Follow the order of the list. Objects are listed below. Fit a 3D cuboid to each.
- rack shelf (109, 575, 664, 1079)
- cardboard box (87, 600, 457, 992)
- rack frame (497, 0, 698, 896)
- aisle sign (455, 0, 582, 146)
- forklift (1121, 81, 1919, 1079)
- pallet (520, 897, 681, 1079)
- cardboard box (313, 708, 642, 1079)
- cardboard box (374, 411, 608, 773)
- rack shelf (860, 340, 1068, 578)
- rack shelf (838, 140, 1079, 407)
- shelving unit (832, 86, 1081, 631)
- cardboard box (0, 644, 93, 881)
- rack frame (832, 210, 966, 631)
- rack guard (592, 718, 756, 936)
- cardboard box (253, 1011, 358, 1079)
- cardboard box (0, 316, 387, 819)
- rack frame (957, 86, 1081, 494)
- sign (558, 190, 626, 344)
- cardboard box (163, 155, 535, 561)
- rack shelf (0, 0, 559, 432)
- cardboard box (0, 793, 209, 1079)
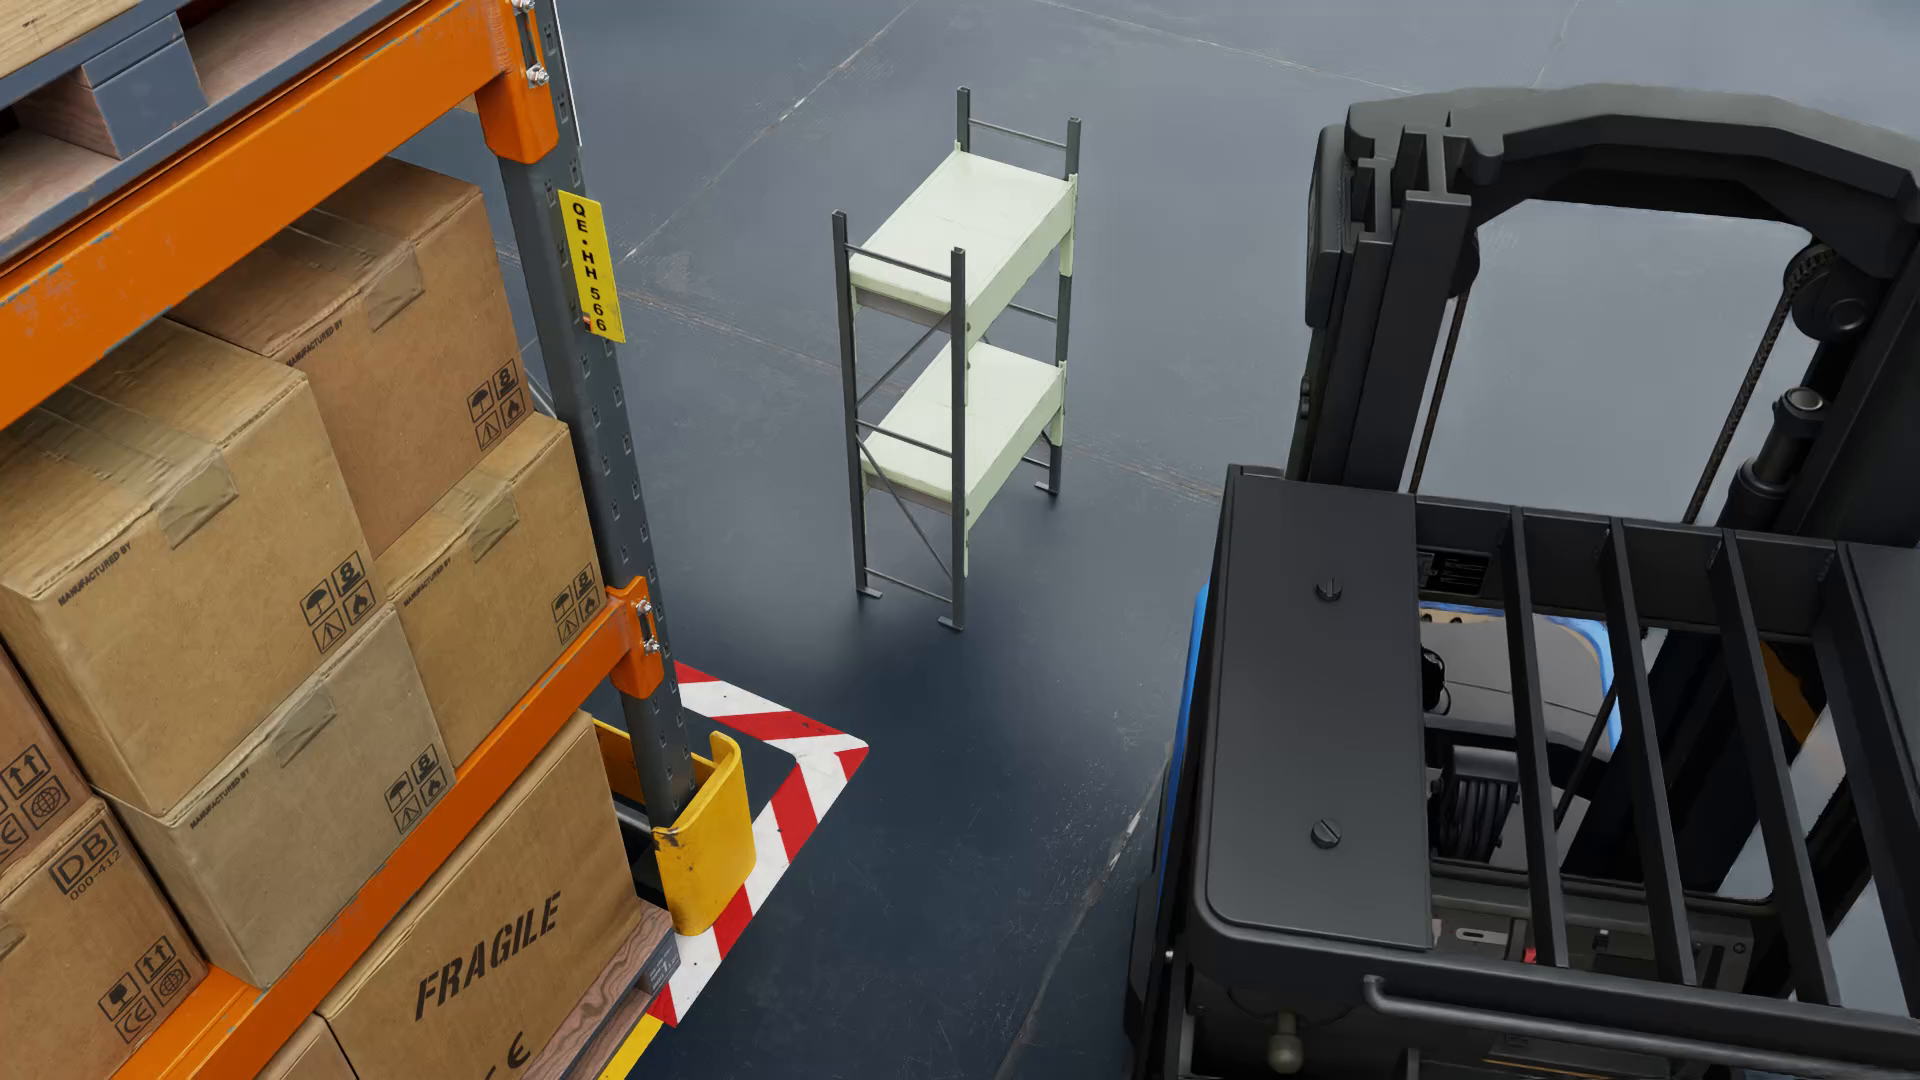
[{"bbox_3d":[-2.106,1.298,2.864,1.077,0.370,4.000,20,49,19],"label":"rack shelf"},{"bbox_3d":[-1.545,0.335,3.204,0.875,0.550,0.550,20,49,19],"label":"cardboard box"},{"bbox_3d":[-1.177,-0.215,3.853,1.000,3.000,0.127,20,49,19],"label":"rack frame"},{"bbox_3d":[-0.879,-1.074,2.875,0.394,0.787,0.004,20,49,19],"label":"aisle sign"},{"bbox_3d":[0.864,0.889,2.811,1.130,2.935,3.031,7,46,7],"label":"forklift"},{"bbox_3d":[-1.479,1.295,4.322,1.003,0.211,1.213,20,49,19],"label":"pallet"},{"bbox_3d":[-1.433,0.834,4.016,0.875,0.875,0.875,21,49,19],"label":"cardboard box"},{"bbox_3d":[-1.309,-0.019,3.554,0.875,0.550,0.550,20,49,19],"label":"cardboard box"},{"bbox_3d":[0.003,-0.302,5.453,0.431,0.370,0.720,20,49,19],"label":"rack shelf"},{"bbox_3d":[0.003,-0.806,4.943,0.431,0.370,0.720,20,49,19],"label":"rack shelf"},{"bbox_3d":[0.003,-0.531,5.221,0.431,1.500,0.755,20,49,19],"label":"shelving unit"},{"bbox_3d":[-1.938,0.259,2.521,0.875,0.550,0.550,20,49,19],"label":"cardboard box"},{"bbox_3d":[-0.167,-0.301,4.993,0.400,1.500,0.023,20,49,19],"label":"rack frame"},{"bbox_3d":[-1.166,0.649,4.757,1.175,0.500,0.348,20,49,19],"label":"rack guard"},{"bbox_3d":[-1.840,1.389,3.467,0.875,0.875,0.875,20,49,18],"label":"cardboard box"},{"bbox_3d":[-1.557,-0.049,2.825,0.875,0.550,0.550,20,49,19],"label":"cardboard box"},{"bbox_3d":[0.173,-0.762,5.449,0.400,1.500,0.023,20,49,19],"label":"rack frame"},{"bbox_3d":[-0.703,-0.517,3.171,0.100,0.325,0.005,20,49,19],"label":"sign"},{"bbox_3d":[-1.384,-0.426,3.197,0.875,0.550,0.550,20,49,19],"label":"cardboard box"},{"bbox_3d":[-2.106,0.244,1.797,1.077,0.370,4.000,20,49,19],"label":"rack shelf"},{"bbox_3d":[-1.916,0.646,2.897,0.875,0.550,0.550,20,49,19],"label":"cardboard box"}]
